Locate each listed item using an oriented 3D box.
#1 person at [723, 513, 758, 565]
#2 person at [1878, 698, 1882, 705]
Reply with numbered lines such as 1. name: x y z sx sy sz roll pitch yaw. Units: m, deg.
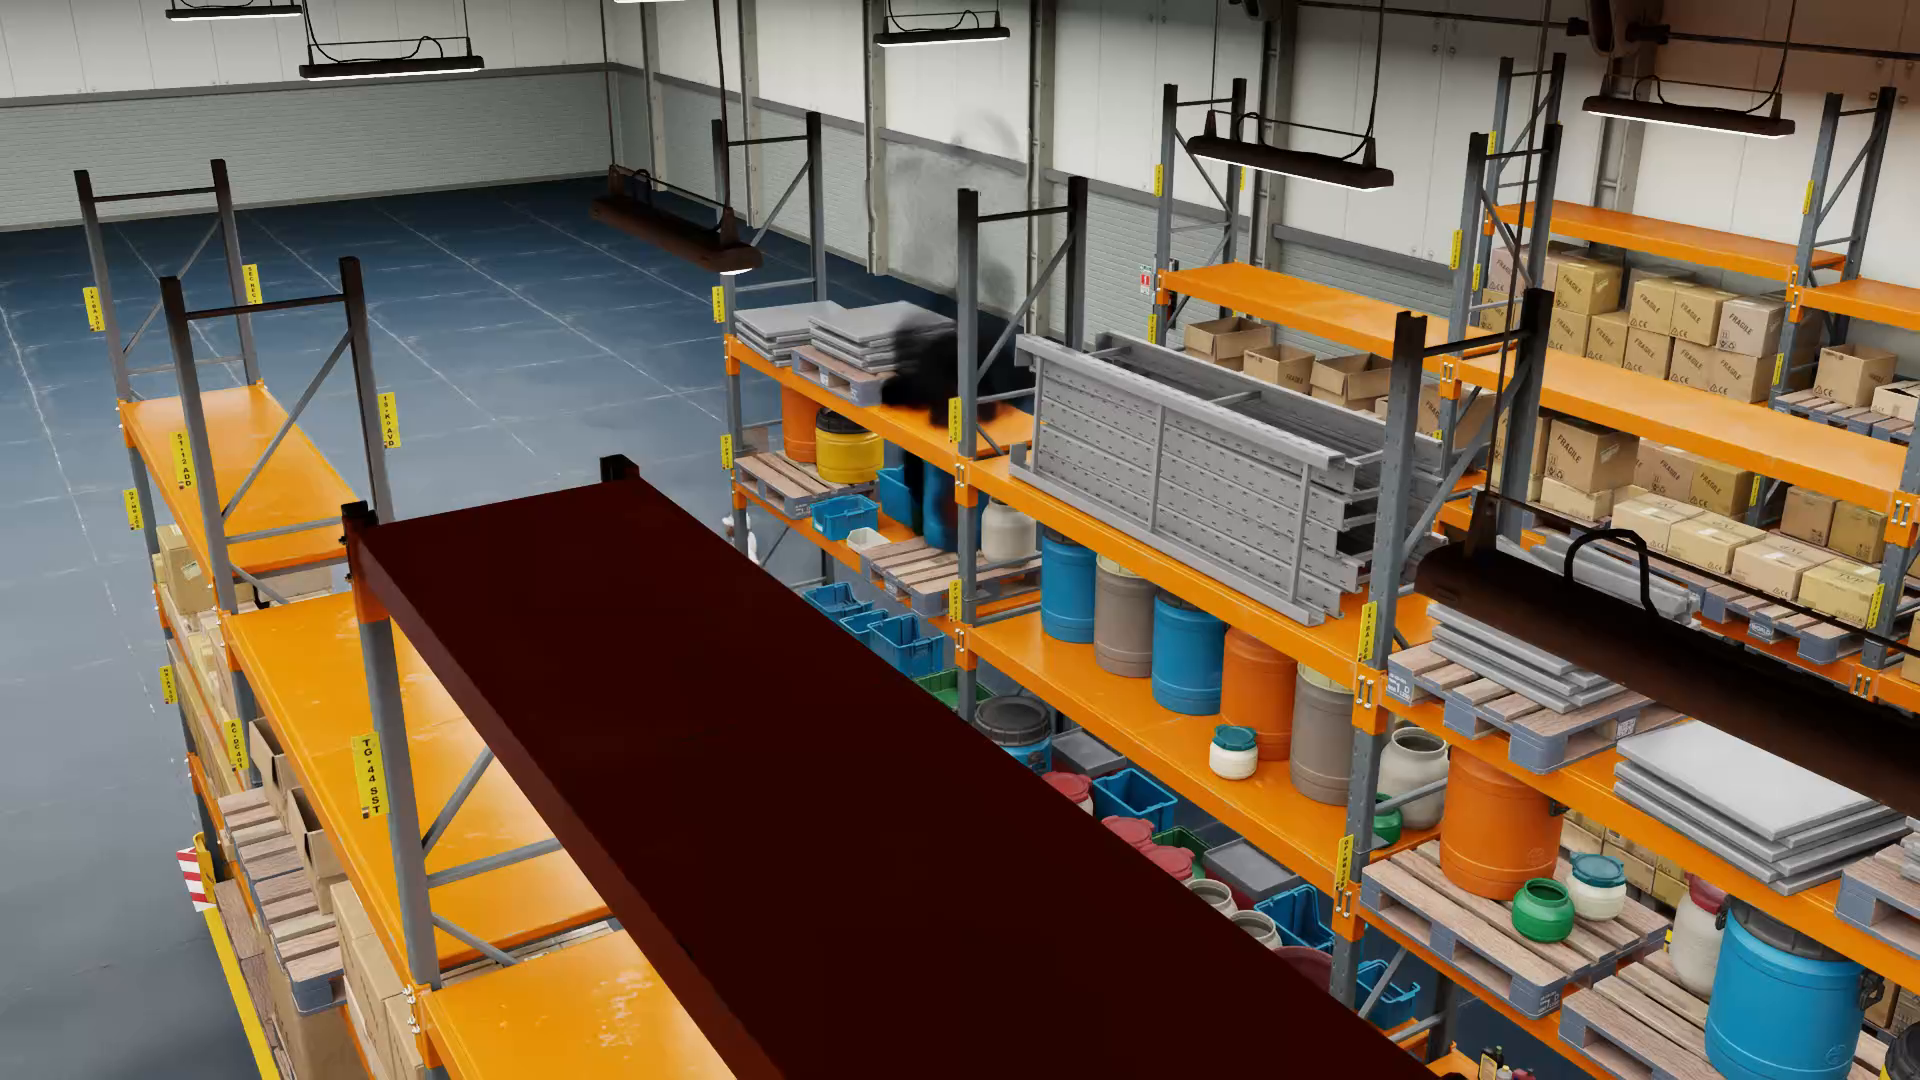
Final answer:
1. person: -2.325 0.522 17.699 0.984 1.770 0.735 3 22 7
2. person: 7.503 2.055 13.972 0.637 1.775 0.890 -14 26 -32
